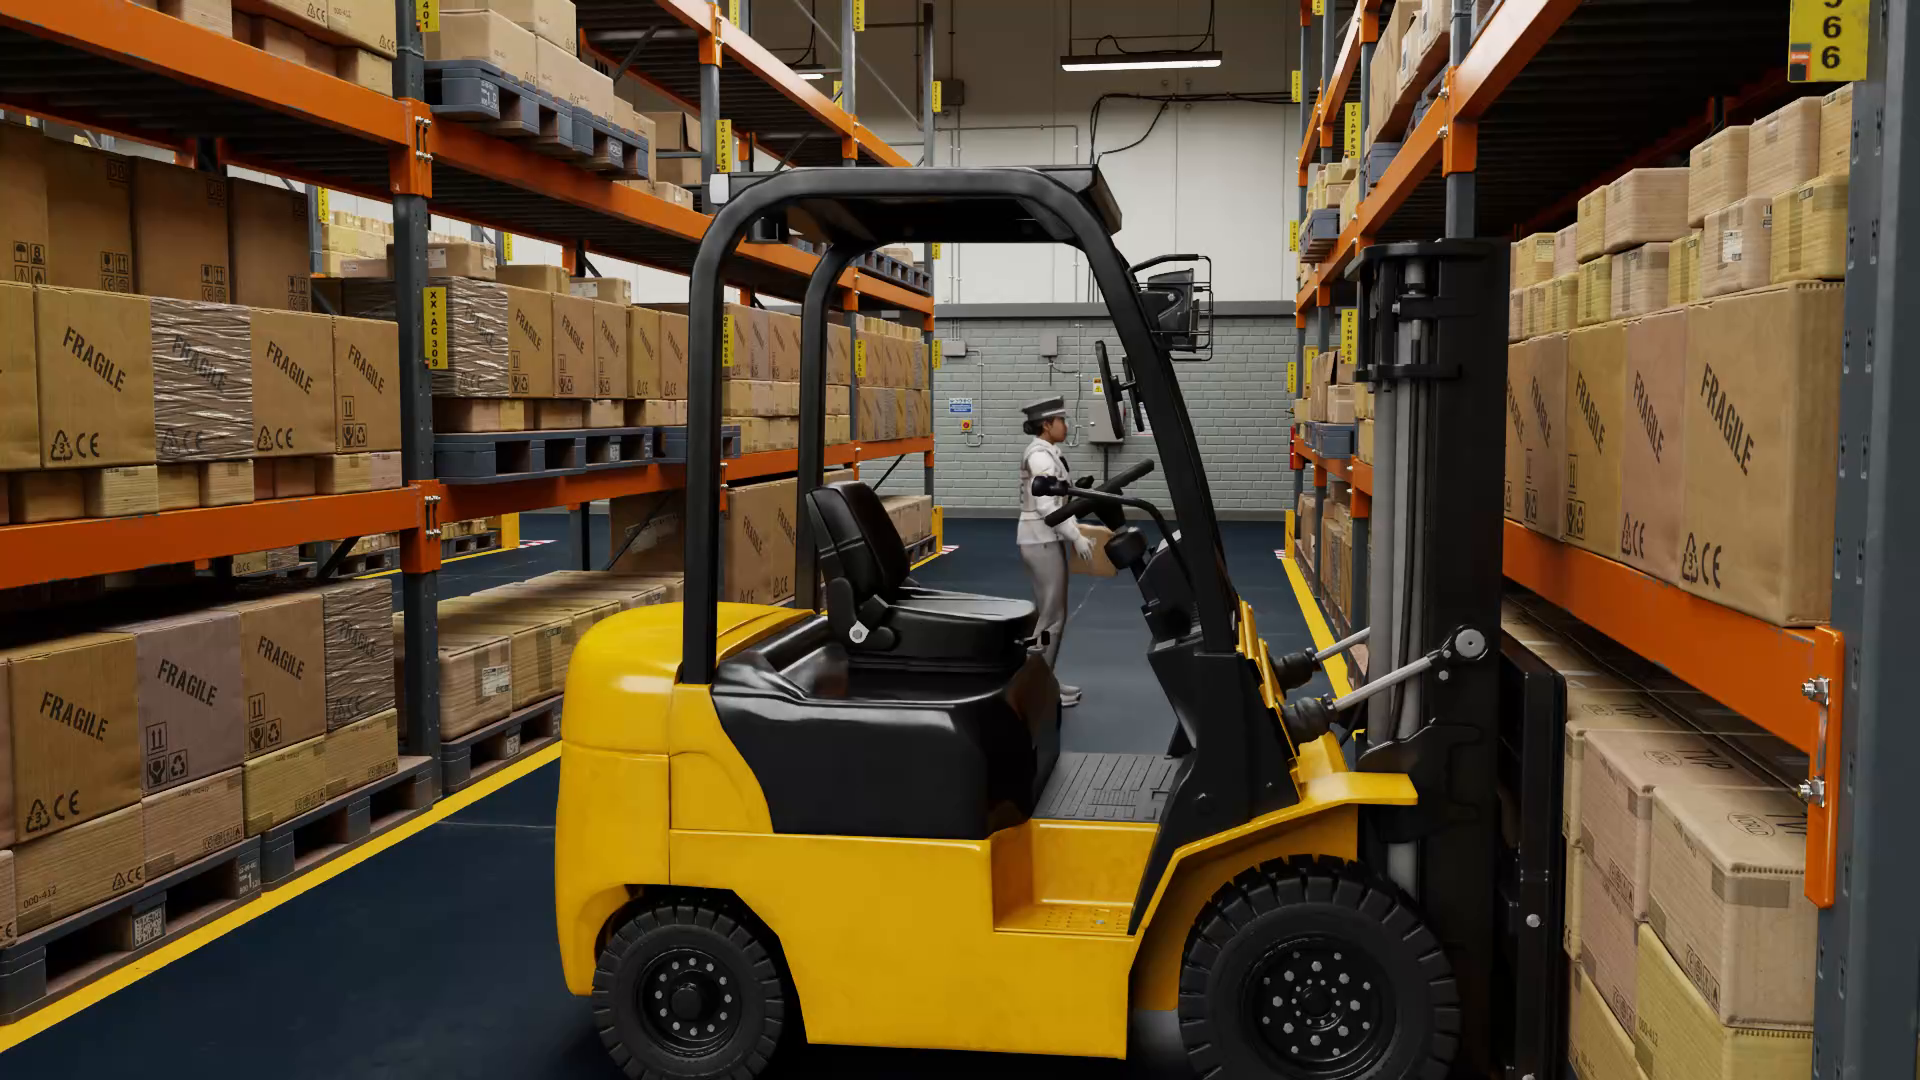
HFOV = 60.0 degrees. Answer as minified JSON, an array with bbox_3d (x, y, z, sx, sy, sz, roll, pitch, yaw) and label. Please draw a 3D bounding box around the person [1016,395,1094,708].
[{"bbox_3d":[0.529,0.048,9.133,0.439,1.687,0.497,1,5,8],"label":"person"}]
